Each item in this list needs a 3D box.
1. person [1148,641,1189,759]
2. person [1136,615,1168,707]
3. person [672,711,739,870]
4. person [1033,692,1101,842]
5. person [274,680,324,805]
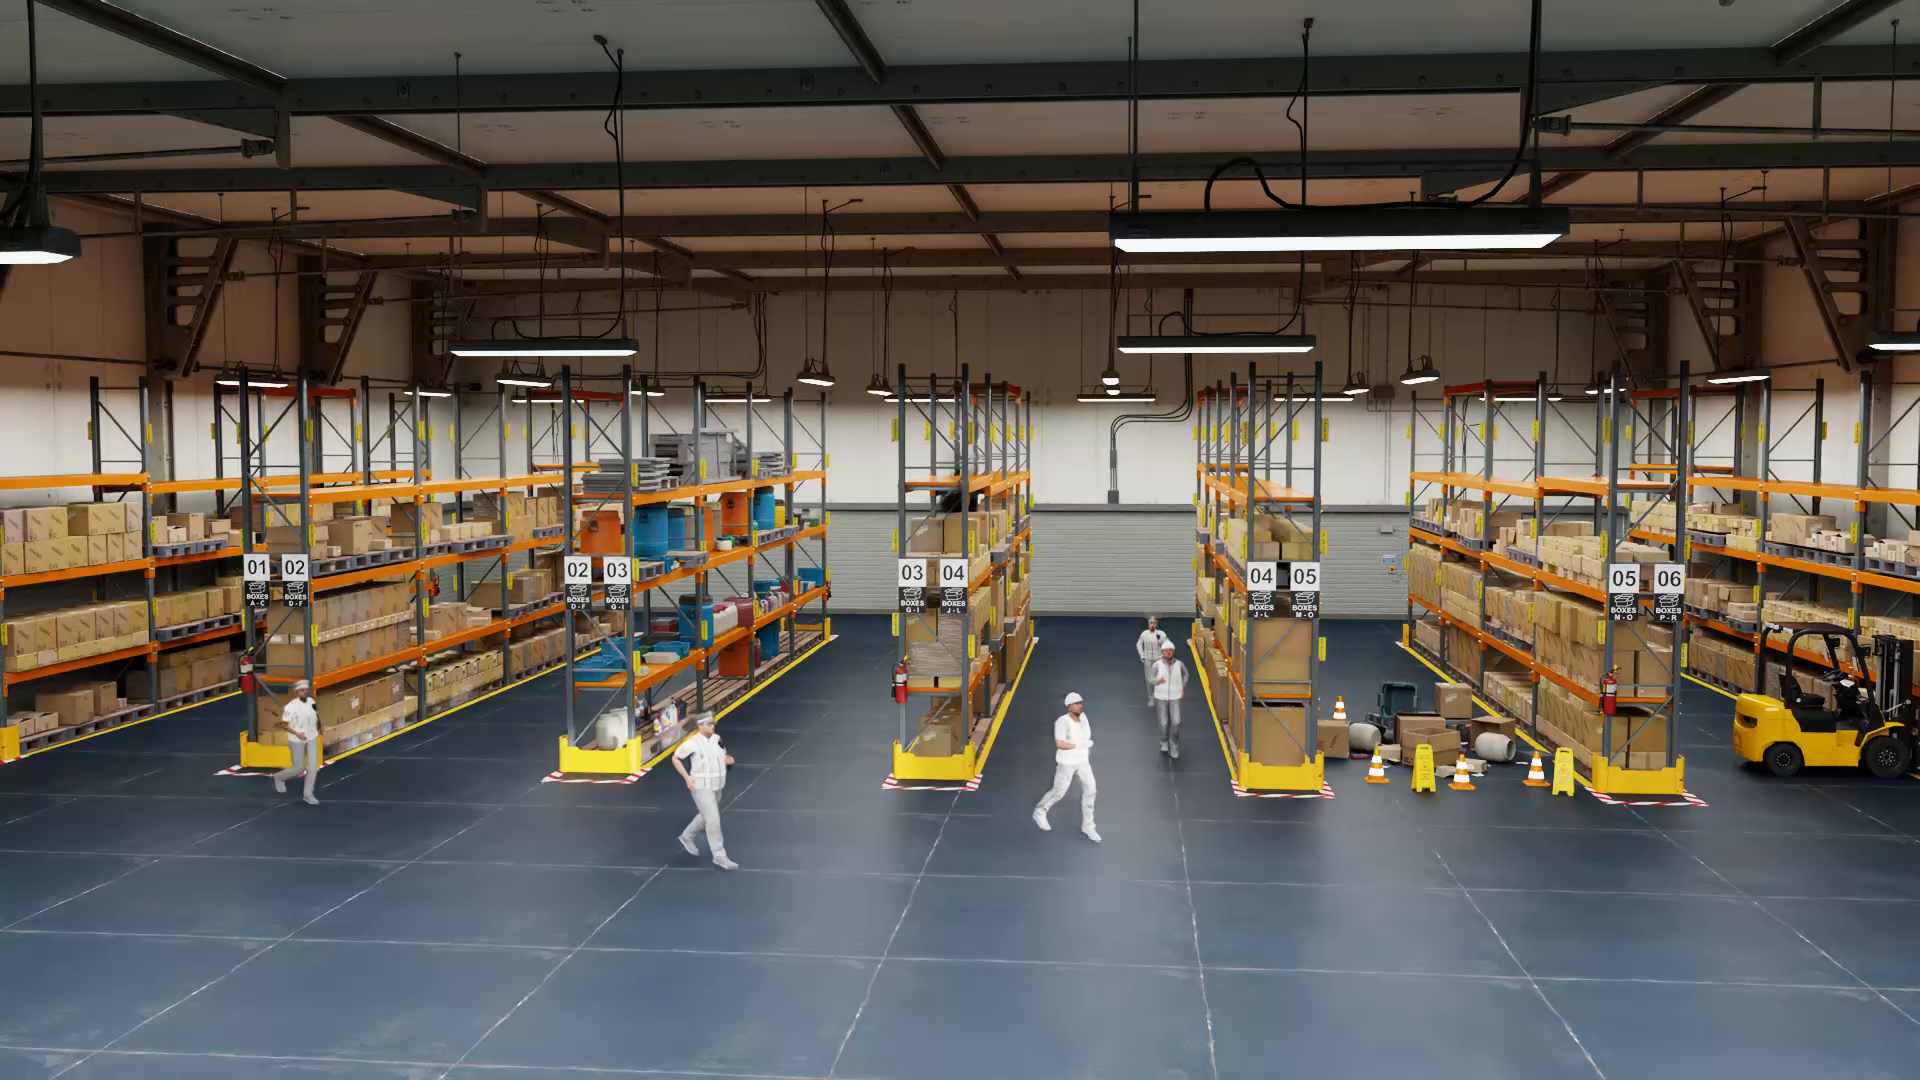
[{"bbox_3d":[3.231,2.472,25.711,0.637,1.814,0.711,0,4,5],"label":"person"},{"bbox_3d":[3.575,2.212,30.741,0.642,1.663,0.660,1,4,10],"label":"person"},{"bbox_3d":[-2.919,2.857,19.243,0.955,1.782,0.658,2,4,30],"label":"person"},{"bbox_3d":[1.353,2.787,20.637,0.695,1.828,0.929,-4,5,-44],"label":"person"},{"bbox_3d":[-8.969,2.727,22.638,0.756,1.696,0.585,3,5,36],"label":"person"}]
